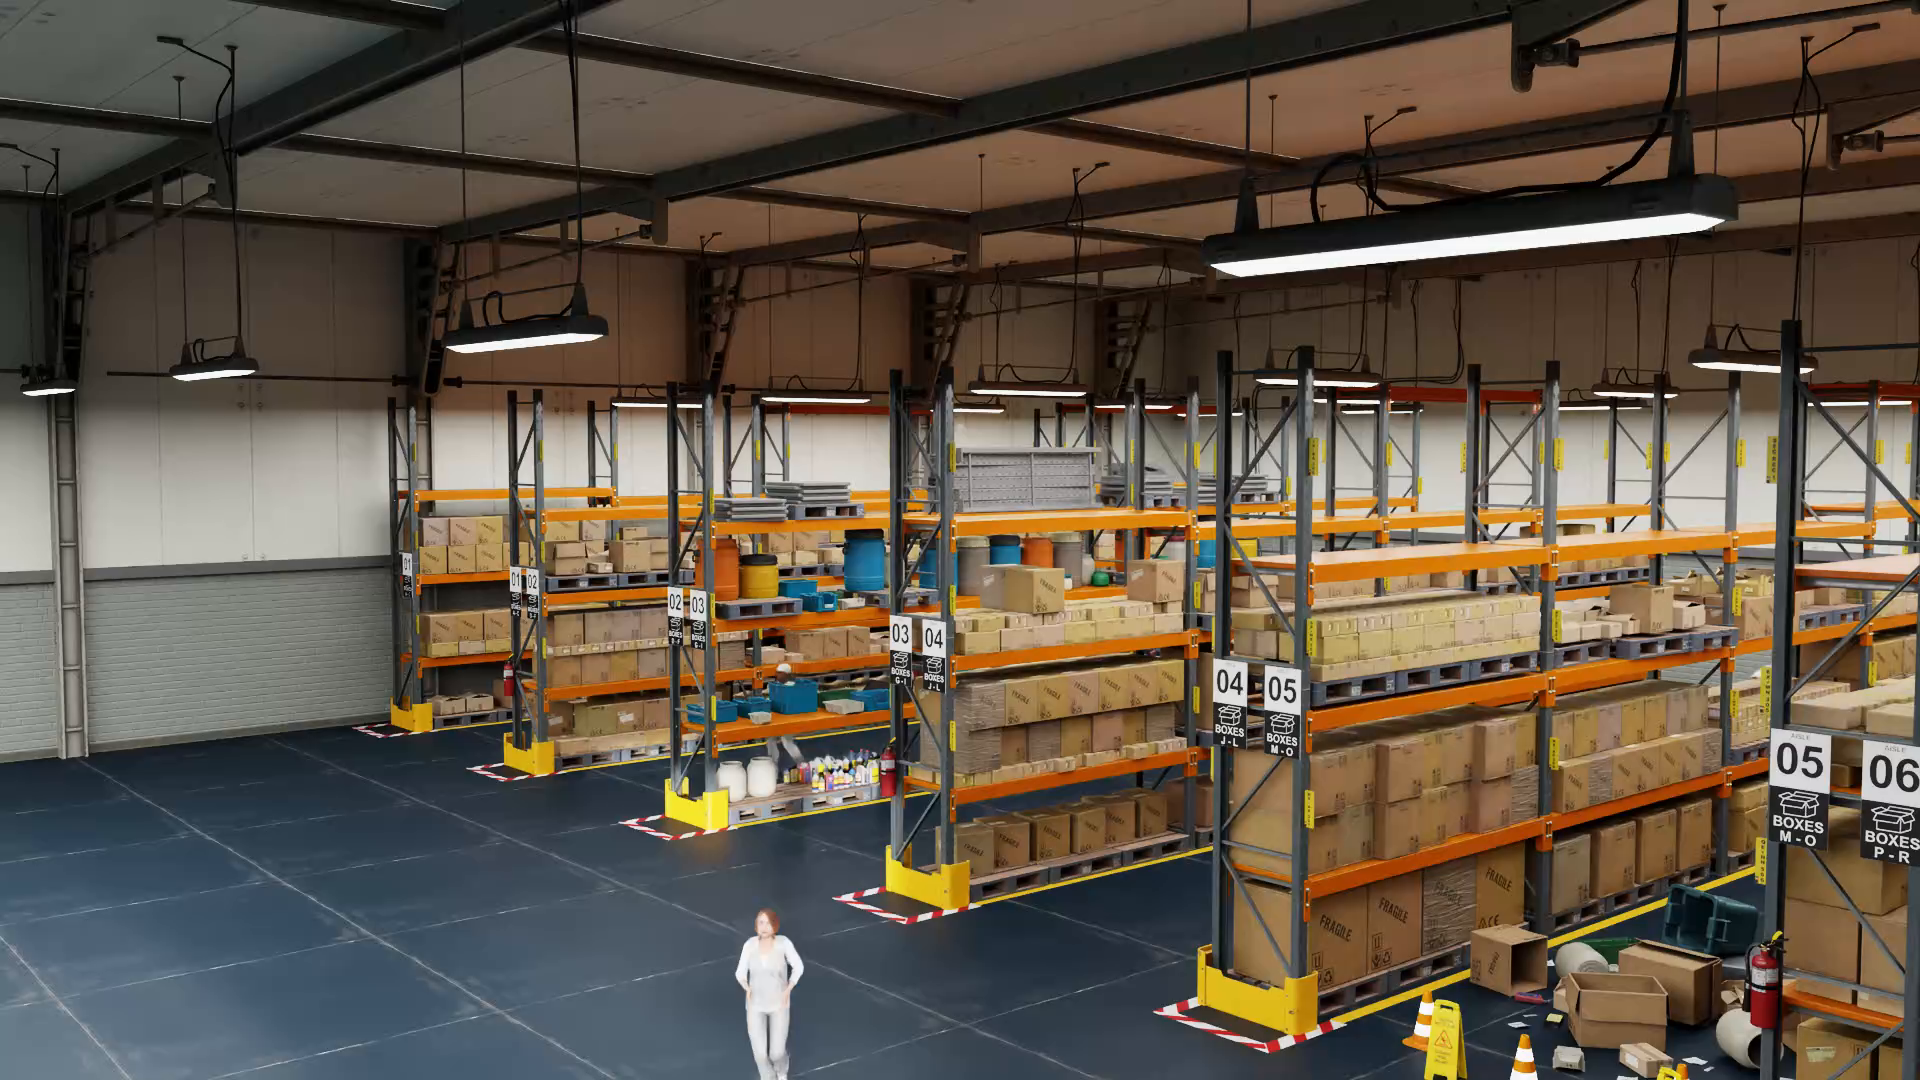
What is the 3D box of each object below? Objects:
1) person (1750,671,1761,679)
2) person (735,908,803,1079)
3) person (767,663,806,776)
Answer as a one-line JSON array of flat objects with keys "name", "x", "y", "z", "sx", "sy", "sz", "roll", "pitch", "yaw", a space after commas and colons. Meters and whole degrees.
[{"name": "person", "x": 12.092, "y": 2.842, "z": 25.073, "sx": 0.647, "sy": 1.752, "sz": 0.663, "roll": -3, "pitch": 4, "yaw": -39}, {"name": "person", "x": -1.490, "y": 3.639, "z": 12.909, "sx": 0.524, "sy": 1.563, "sz": 0.528, "roll": 0, "pitch": 3, "yaw": 1}, {"name": "person", "x": -2.689, "y": 2.796, "z": 25.494, "sx": 0.740, "sy": 1.818, "sz": 0.698, "roll": -3, "pitch": 4, "yaw": -37}]
